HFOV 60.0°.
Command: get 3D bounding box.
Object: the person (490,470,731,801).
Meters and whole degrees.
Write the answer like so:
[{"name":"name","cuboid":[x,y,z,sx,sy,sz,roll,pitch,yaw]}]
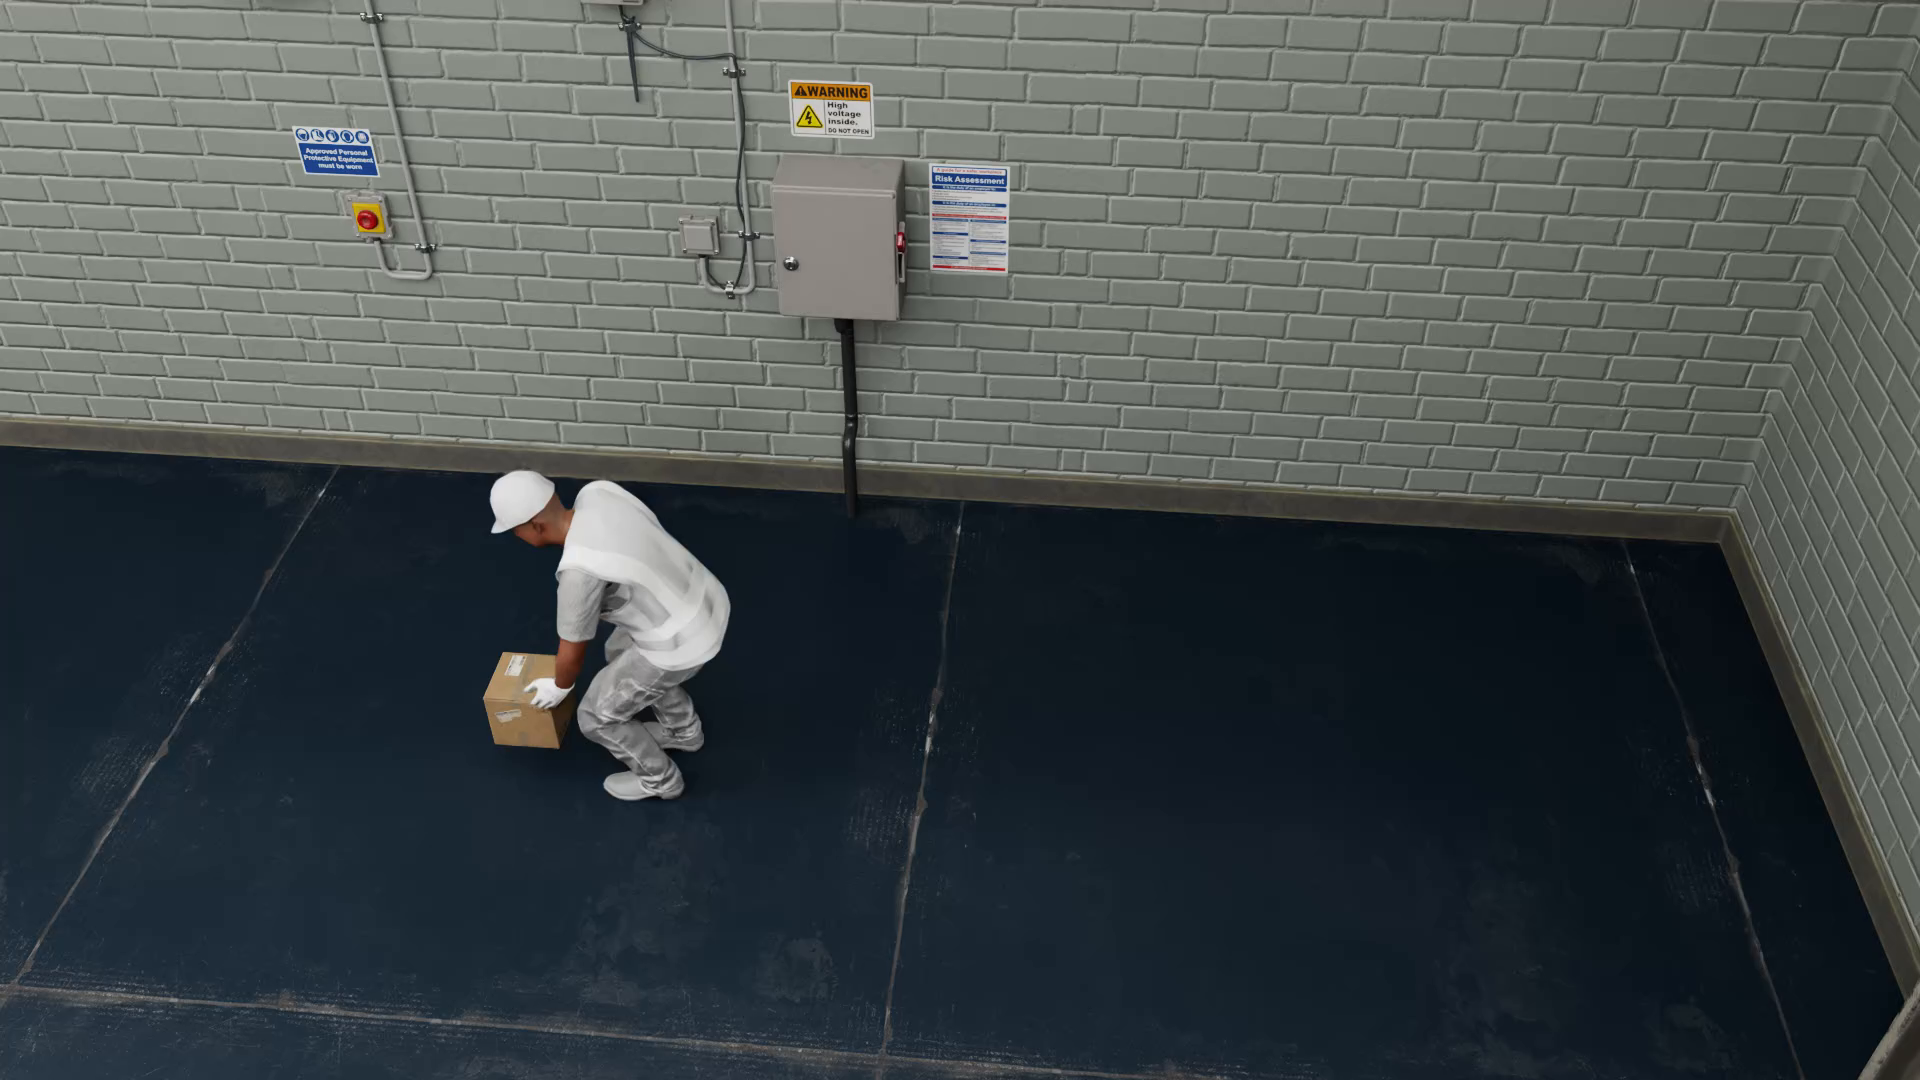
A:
[{"name":"person","cuboid":[-1.216,0.350,5.988,0.755,1.441,0.612,3,40,4]}]
